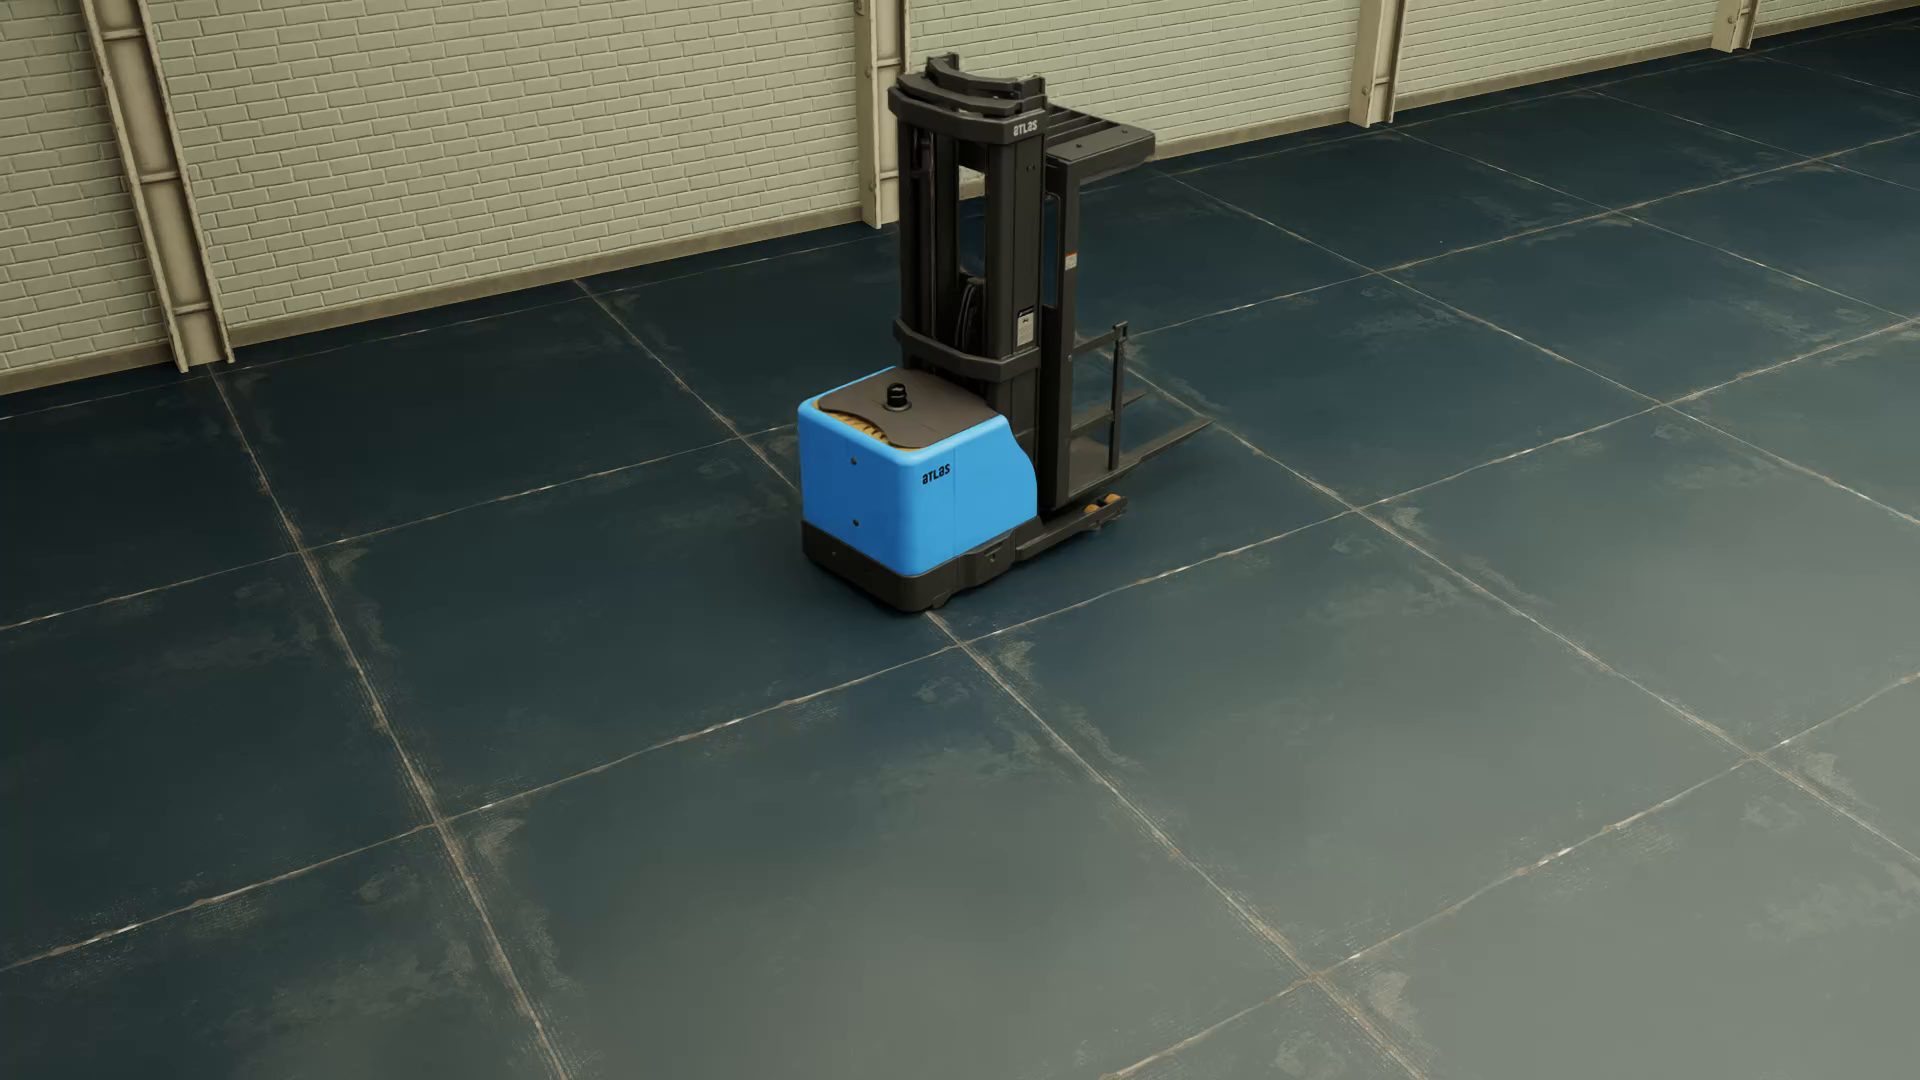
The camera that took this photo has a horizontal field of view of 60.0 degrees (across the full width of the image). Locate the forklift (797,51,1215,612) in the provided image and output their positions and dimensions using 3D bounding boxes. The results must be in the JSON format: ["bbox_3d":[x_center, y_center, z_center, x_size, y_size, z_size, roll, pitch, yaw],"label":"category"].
[{"bbox_3d":[0.437,-1.487,10.131,3.031,2.935,1.130,-26,40,-37],"label":"forklift"}]
